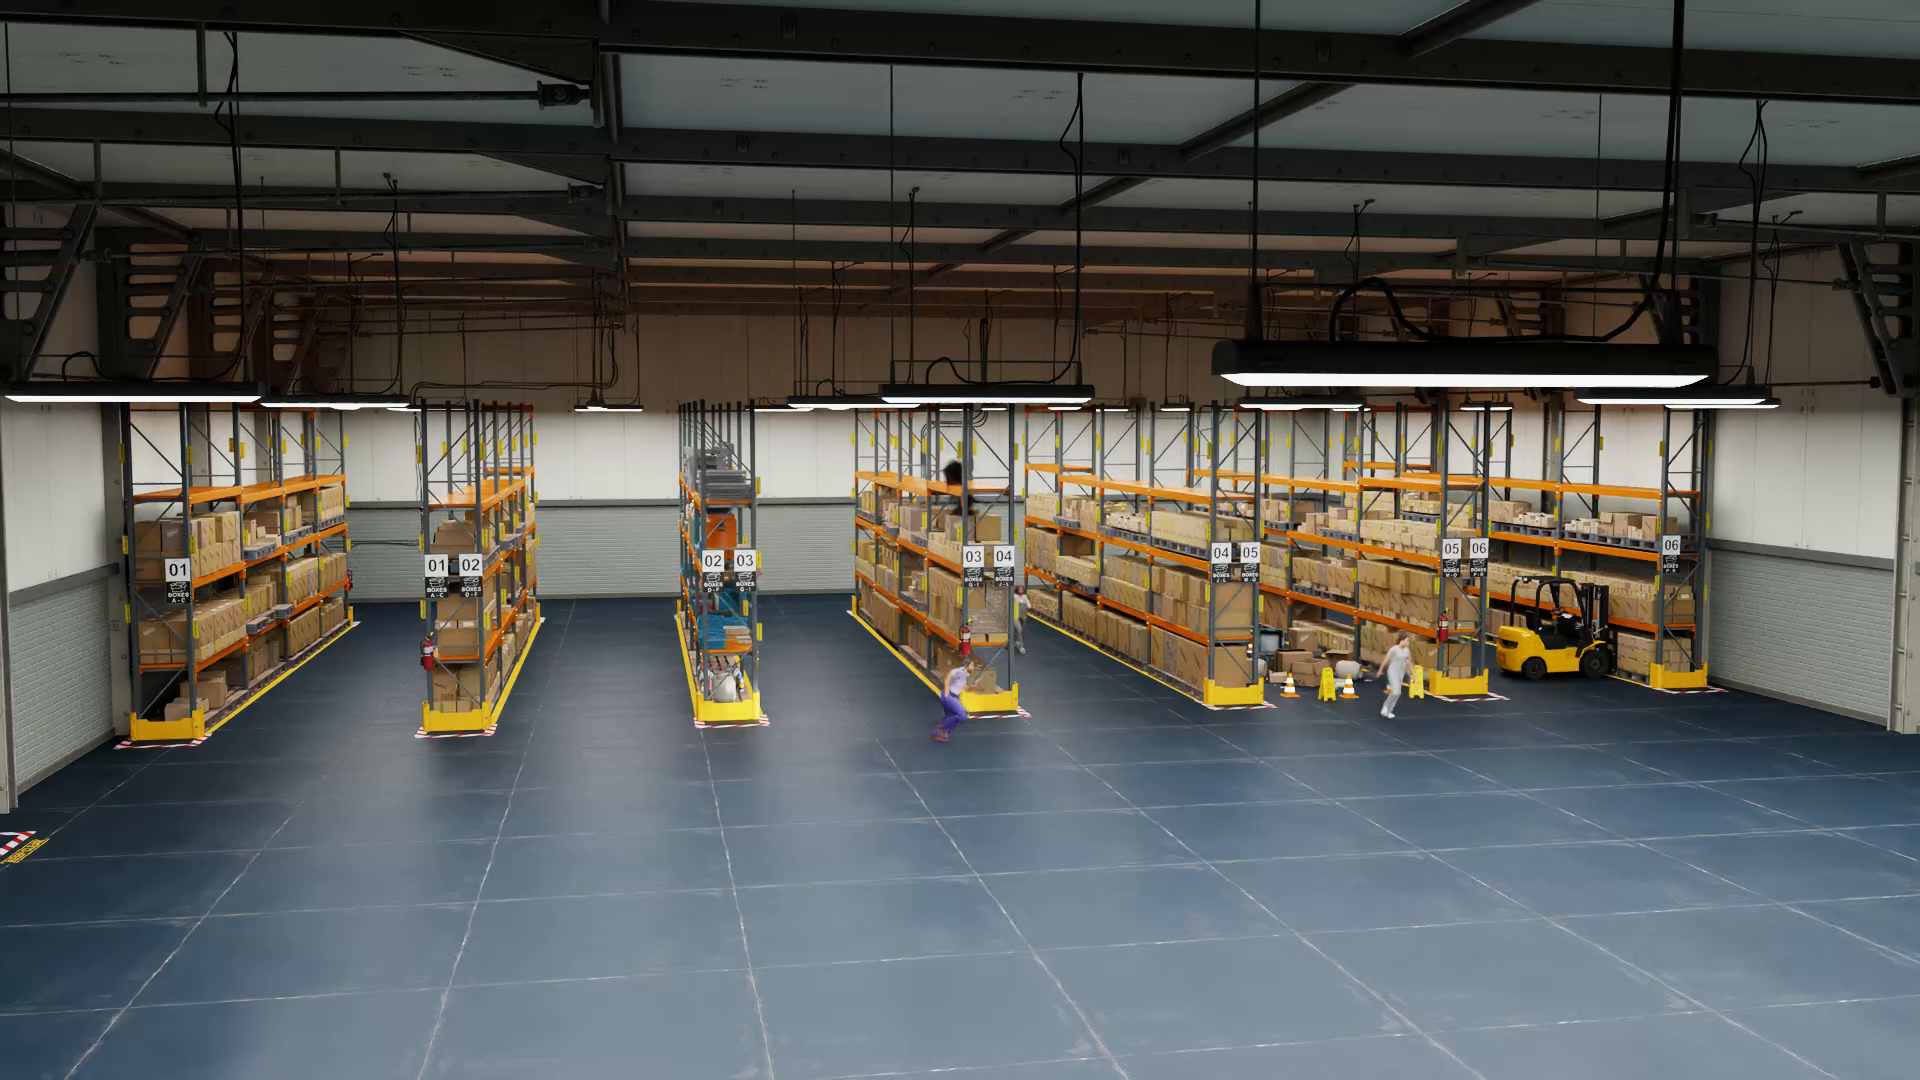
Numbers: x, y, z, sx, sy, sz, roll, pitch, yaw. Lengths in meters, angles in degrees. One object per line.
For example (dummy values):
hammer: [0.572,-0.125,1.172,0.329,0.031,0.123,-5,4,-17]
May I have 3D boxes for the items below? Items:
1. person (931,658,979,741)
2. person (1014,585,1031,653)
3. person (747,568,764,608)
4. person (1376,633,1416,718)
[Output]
person: [-0.095,2.794,29.018,0.848,1.482,0.642,1,4,7]
person: [1.439,1.879,40.081,0.526,1.591,0.888,-2,5,-21]
person: [-6.167,1.216,49.315,0.757,1.516,0.653,2,5,21]
person: [8.228,2.550,31.320,0.569,1.633,0.605,-2,5,-29]
